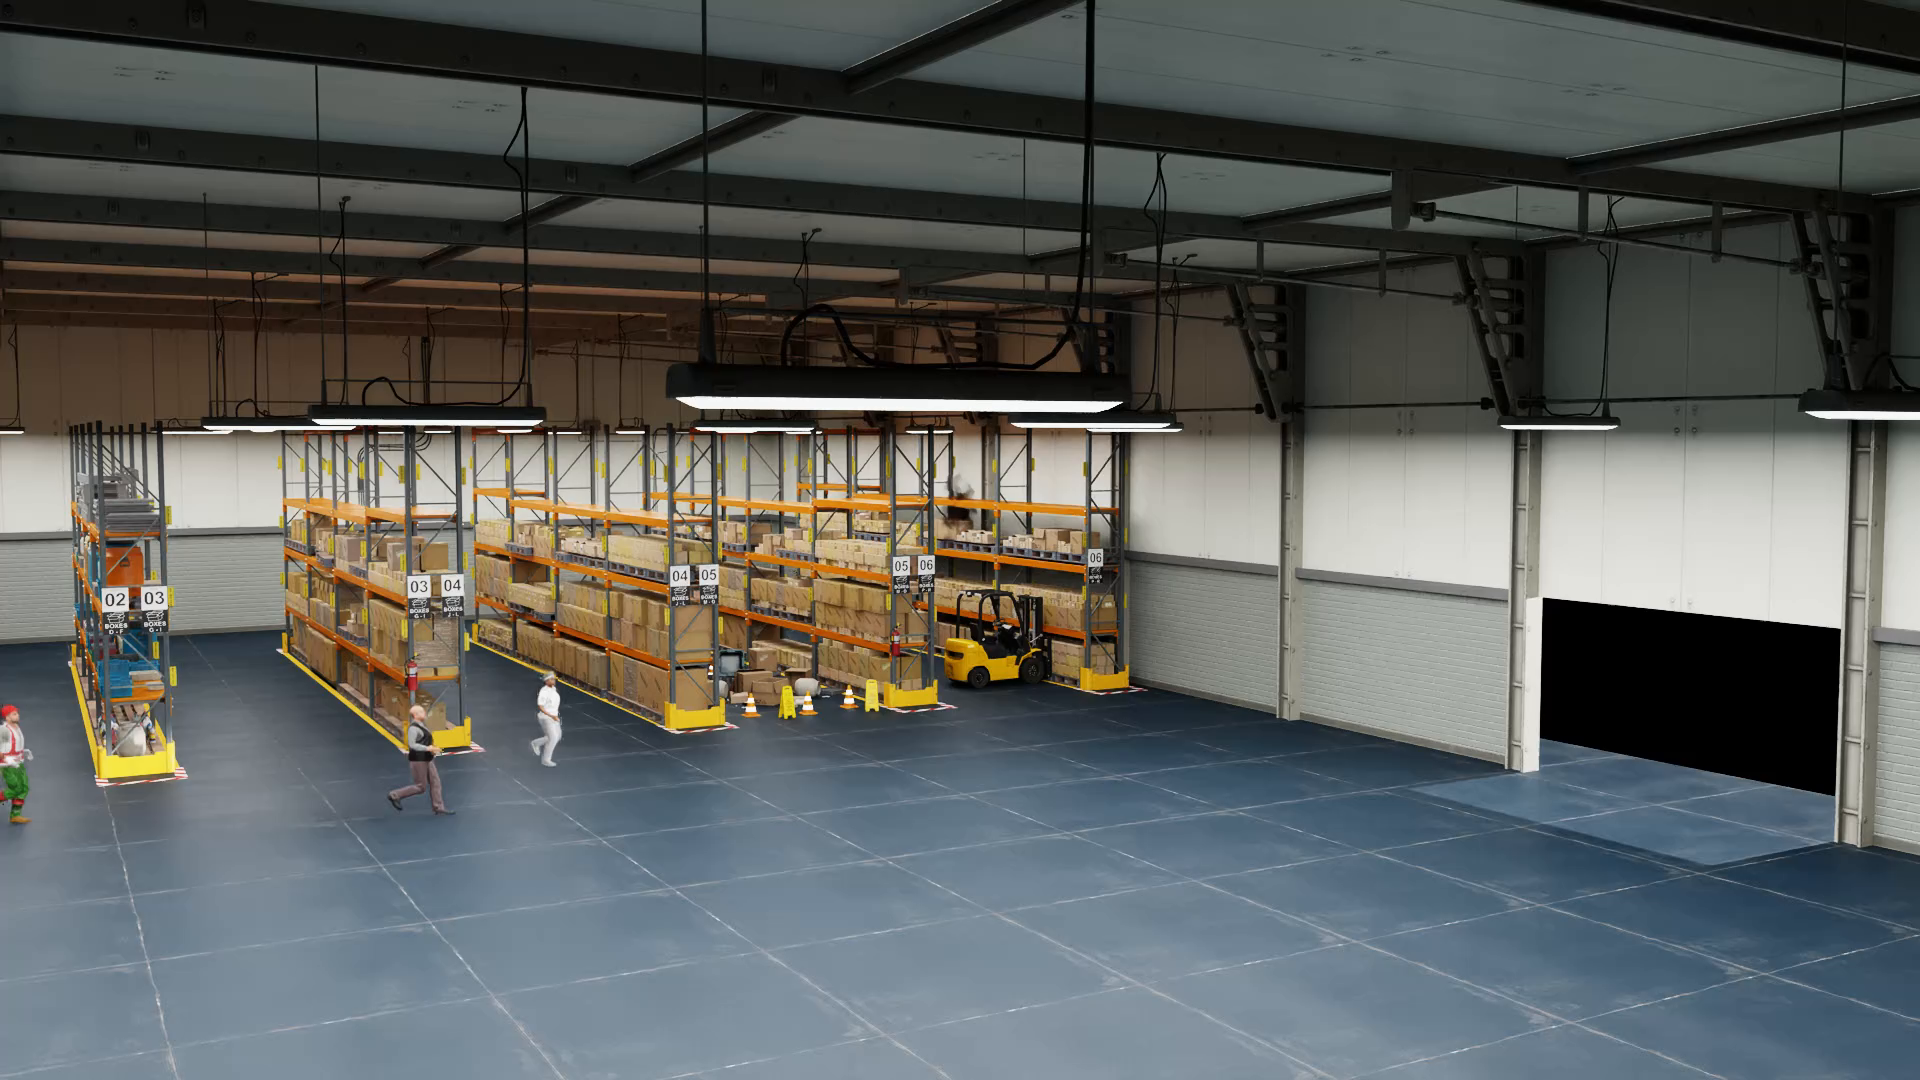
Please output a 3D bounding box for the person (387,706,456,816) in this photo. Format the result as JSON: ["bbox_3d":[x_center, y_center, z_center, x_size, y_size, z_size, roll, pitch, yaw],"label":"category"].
[{"bbox_3d":[-8.094,3.327,24.998,0.971,1.686,0.676,0,4,-3],"label":"person"}]

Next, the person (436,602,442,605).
[{"bbox_3d":[-14.734,2.072,47.173,0.763,1.490,0.445,3,4,37],"label":"person"}]

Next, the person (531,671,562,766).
[{"bbox_3d":[-7.215,3.107,29.055,0.607,1.672,0.591,1,4,12],"label":"person"}]

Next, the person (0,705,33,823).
[{"bbox_3d":[-14.139,3.325,24.677,0.633,1.761,0.681,0,4,-5],"label":"person"}]
